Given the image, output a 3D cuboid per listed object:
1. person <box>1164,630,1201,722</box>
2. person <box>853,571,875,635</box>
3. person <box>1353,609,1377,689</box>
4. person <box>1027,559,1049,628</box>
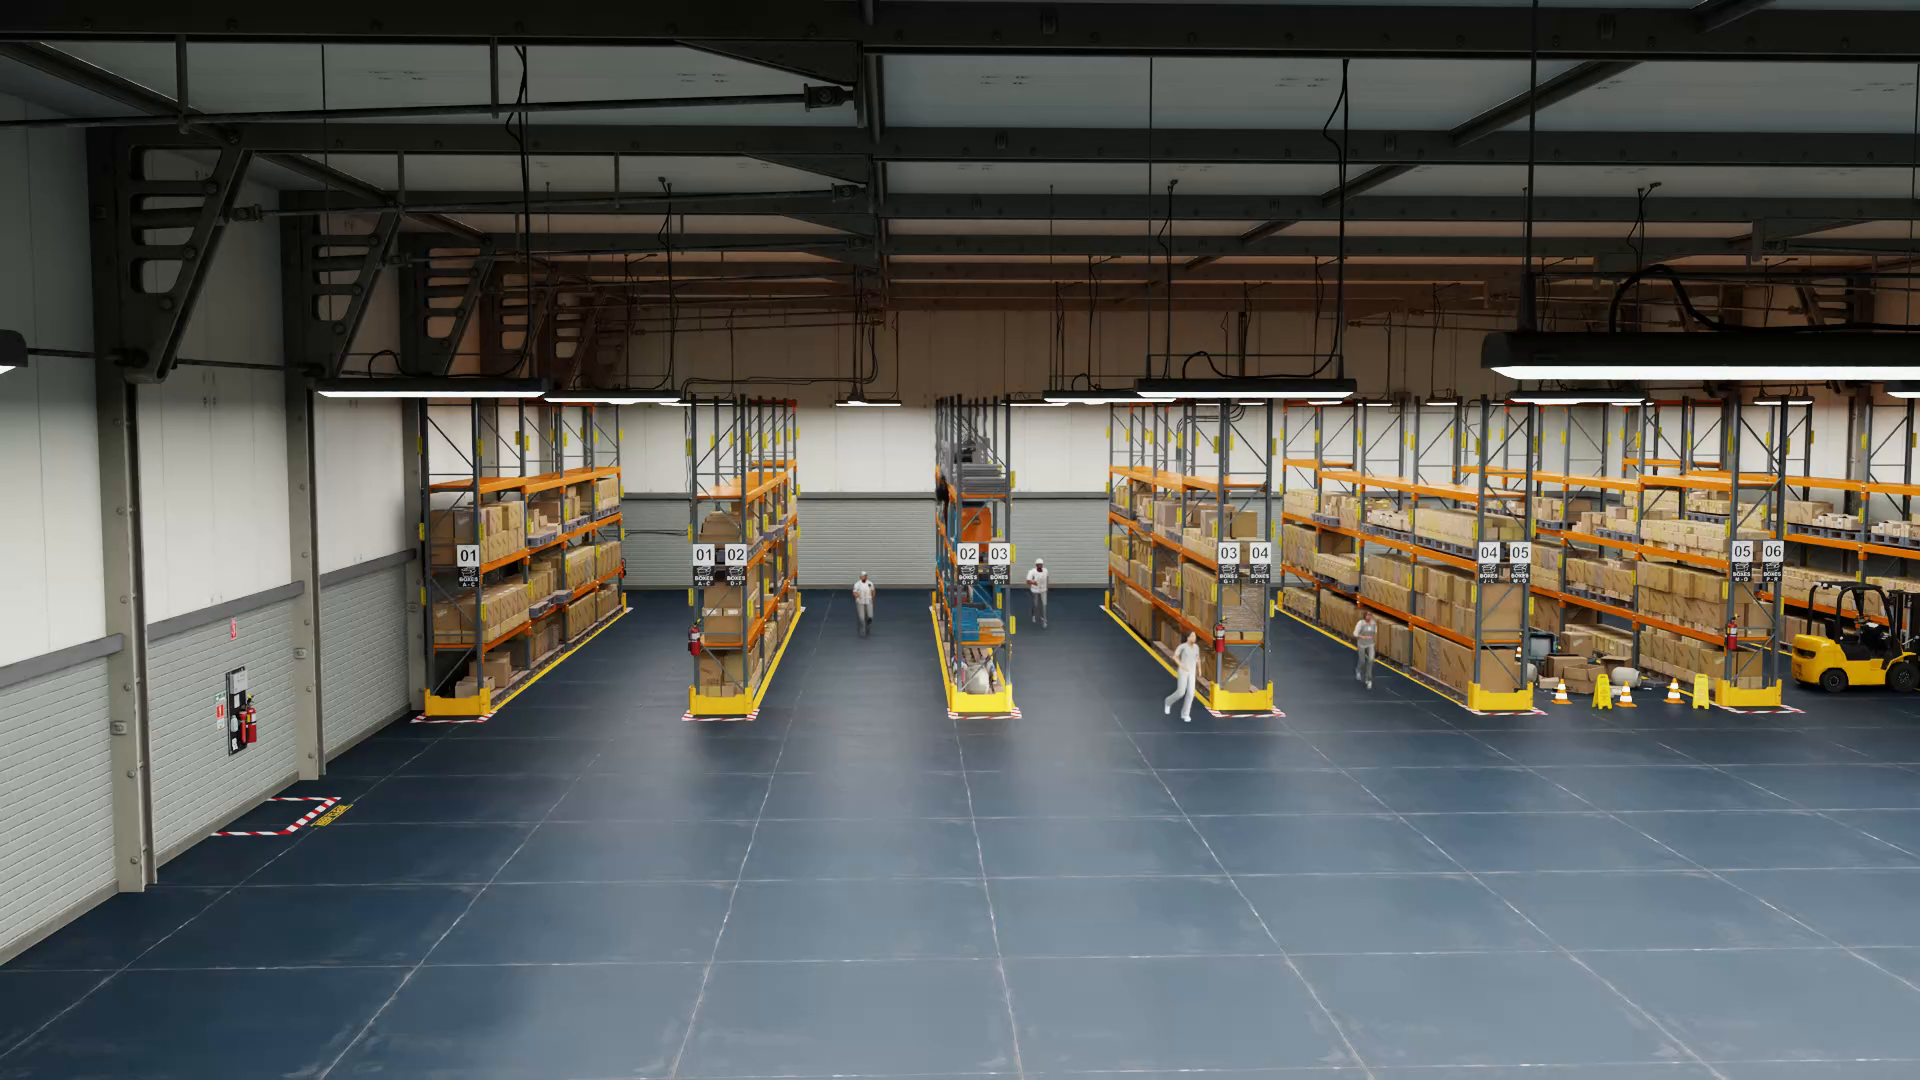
[{"bbox_3d":[4.214,2.484,30.869,0.625,1.657,0.742,-2,5,-28],"label":"person"},{"bbox_3d":[-2.396,1.606,41.952,0.593,1.622,0.546,-1,5,-12],"label":"person"},{"bbox_3d":[8.383,2.222,34.395,0.562,1.614,0.899,0,5,-6],"label":"person"},{"bbox_3d":[2.060,1.378,43.905,0.640,1.796,0.890,-1,5,-9],"label":"person"}]
